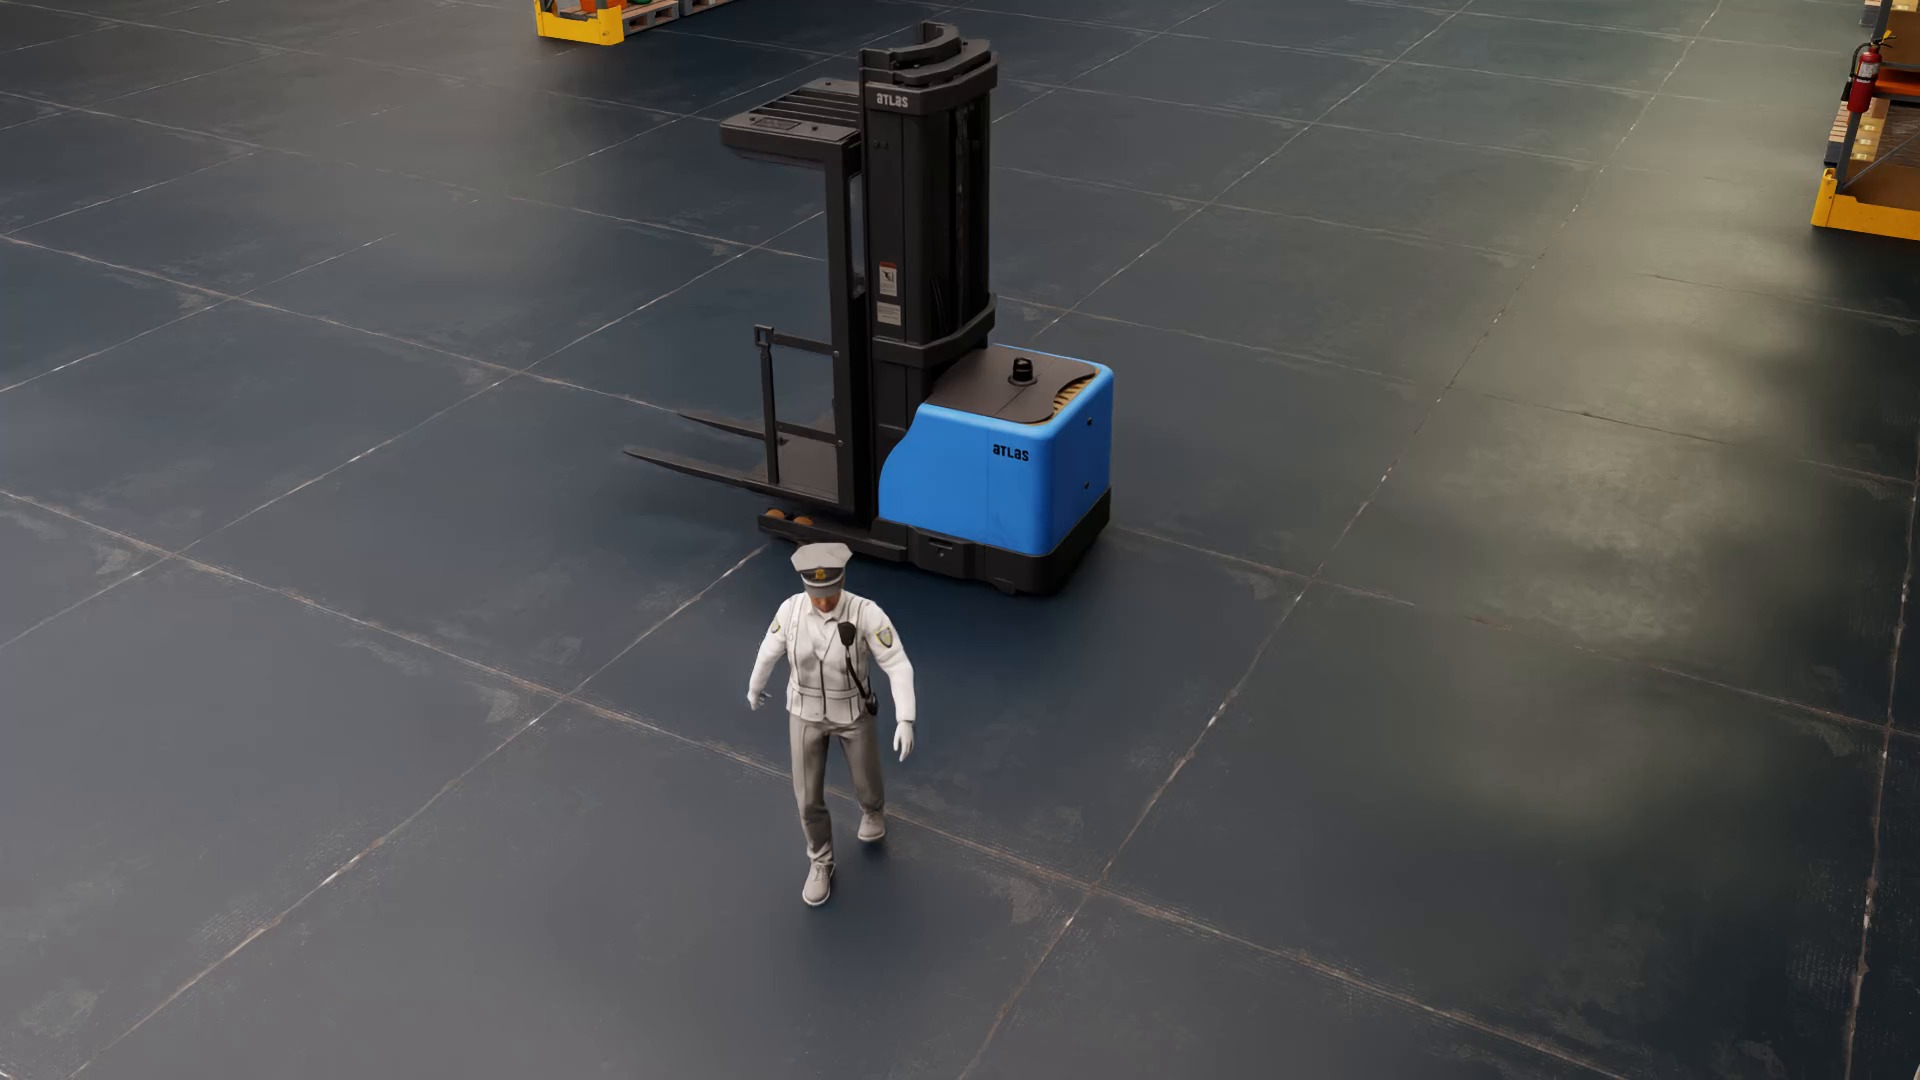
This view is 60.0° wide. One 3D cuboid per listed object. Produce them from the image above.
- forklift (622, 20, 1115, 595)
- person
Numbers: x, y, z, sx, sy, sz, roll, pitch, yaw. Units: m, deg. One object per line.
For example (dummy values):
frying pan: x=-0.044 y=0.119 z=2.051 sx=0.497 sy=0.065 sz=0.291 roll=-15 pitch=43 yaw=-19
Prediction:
forklift: x=-0.646 y=-1.460 z=9.601 sx=3.031 sy=2.935 sz=1.130 roll=14 pitch=33 yaw=23
person: x=-0.550 y=0.747 z=7.069 sx=0.787 sy=1.652 sz=0.653 roll=3 pitch=30 yaw=5
